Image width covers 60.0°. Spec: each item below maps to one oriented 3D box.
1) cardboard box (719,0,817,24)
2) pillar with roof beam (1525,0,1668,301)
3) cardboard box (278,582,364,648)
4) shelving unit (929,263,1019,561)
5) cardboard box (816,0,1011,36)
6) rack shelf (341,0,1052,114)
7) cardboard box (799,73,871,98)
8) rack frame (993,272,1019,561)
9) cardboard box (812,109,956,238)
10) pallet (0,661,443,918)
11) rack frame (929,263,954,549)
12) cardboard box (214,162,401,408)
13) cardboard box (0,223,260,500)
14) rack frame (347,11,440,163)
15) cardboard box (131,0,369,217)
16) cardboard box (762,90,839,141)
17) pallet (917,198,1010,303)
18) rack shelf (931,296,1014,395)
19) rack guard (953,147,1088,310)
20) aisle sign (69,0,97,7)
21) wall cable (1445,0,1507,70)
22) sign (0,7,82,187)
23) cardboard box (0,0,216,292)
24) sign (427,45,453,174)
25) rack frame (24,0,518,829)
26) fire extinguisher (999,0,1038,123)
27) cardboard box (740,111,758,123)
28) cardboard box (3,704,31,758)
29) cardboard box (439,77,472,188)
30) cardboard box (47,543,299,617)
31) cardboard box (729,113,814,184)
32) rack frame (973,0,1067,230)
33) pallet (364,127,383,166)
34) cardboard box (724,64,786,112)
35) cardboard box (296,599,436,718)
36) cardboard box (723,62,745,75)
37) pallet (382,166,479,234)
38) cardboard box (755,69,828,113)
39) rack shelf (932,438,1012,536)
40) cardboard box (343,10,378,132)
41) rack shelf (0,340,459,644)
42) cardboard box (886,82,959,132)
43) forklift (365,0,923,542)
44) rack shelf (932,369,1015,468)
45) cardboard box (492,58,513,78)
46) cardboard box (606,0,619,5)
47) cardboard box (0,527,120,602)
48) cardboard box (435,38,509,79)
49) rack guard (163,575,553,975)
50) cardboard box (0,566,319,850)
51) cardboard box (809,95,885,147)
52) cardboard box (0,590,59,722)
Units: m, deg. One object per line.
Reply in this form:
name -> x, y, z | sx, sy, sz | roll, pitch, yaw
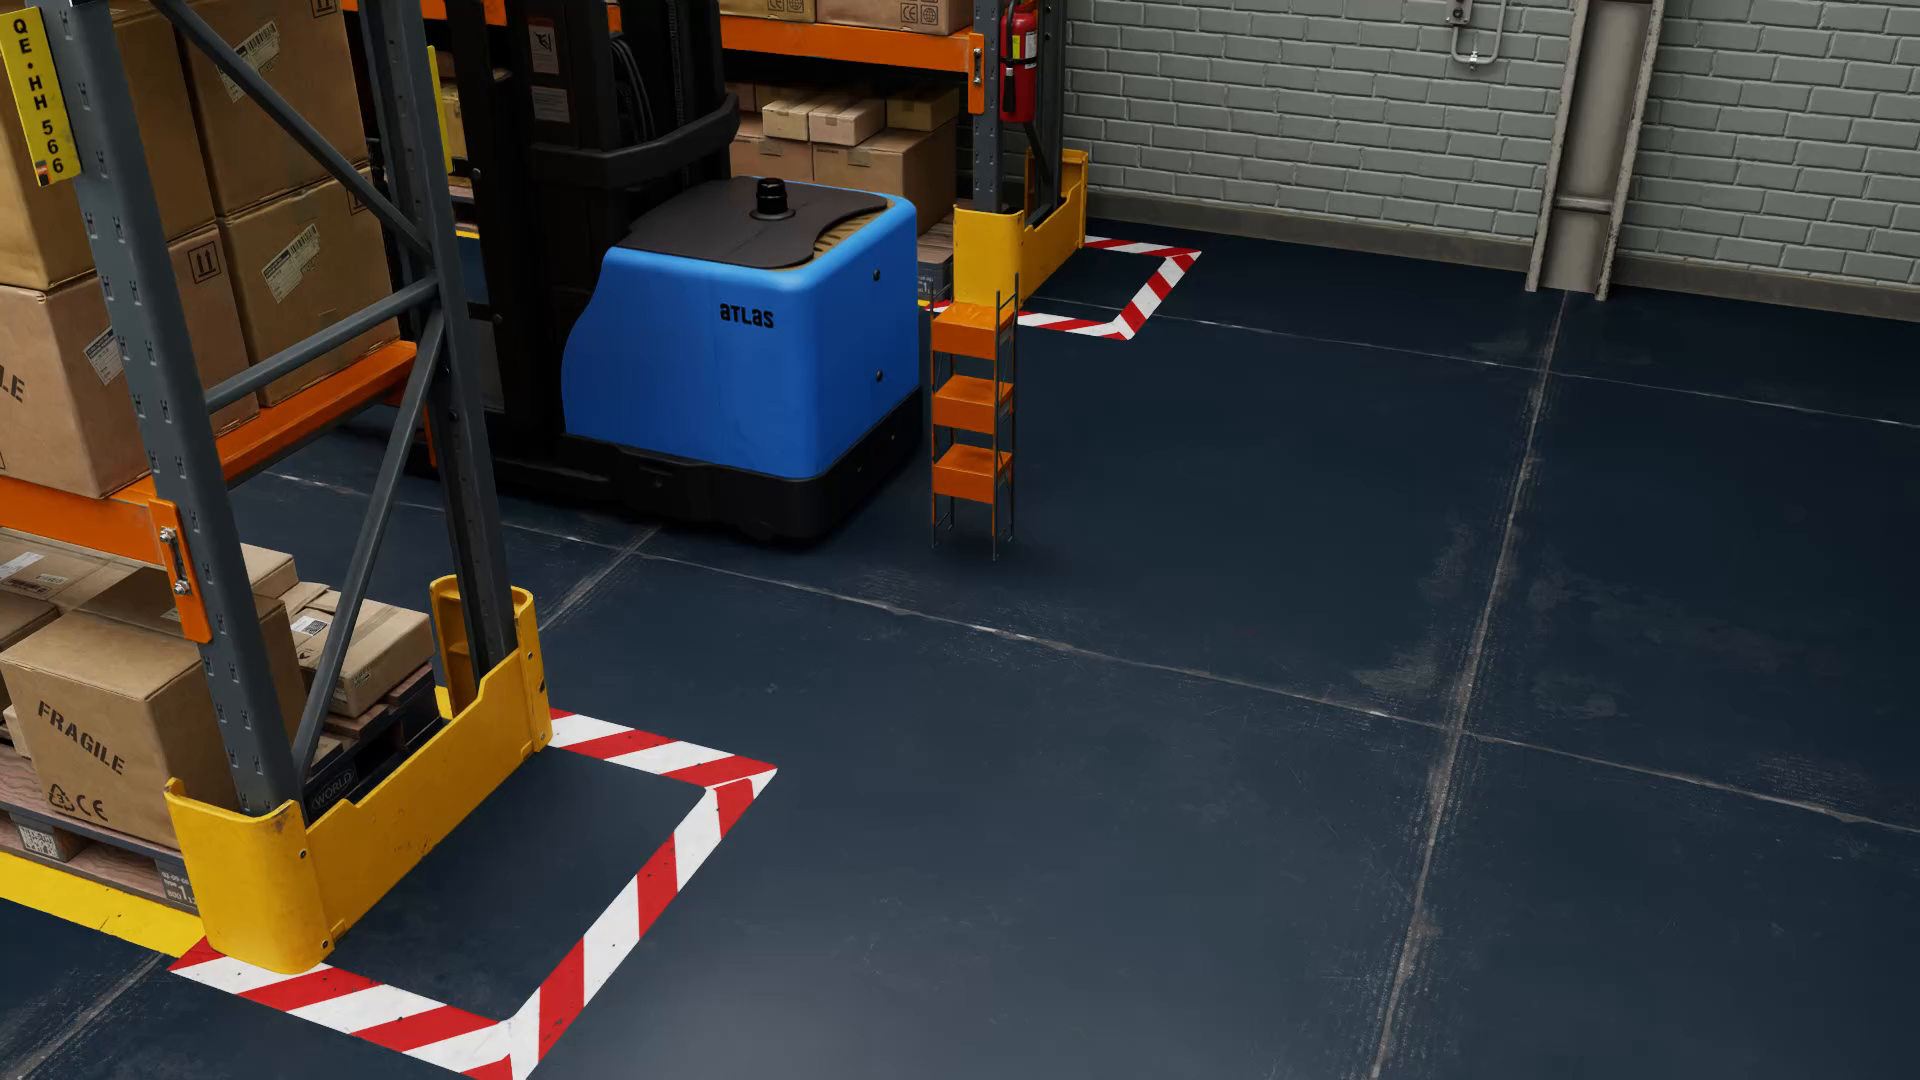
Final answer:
cardboard box -> -0.850, -3.072, 8.331 | 0.700, 0.700, 0.980 | 11, 31, 19
pillar with roof beam -> 1.513, -3.265, 2.882 | 0.400, 9.000, 9.100 | 11, 31, 19
cardboard box -> -2.045, 0.299, 5.105 | 0.250, 0.166, 0.380 | 11, 31, 19
shelving unit -> 0.050, -0.447, 5.974 | 0.252, 1.050, 0.215 | 11, 31, 19
cardboard box -> -0.172, -2.942, 8.102 | 0.700, 0.700, 0.980 | 13, 32, 21
rack shelf -> -1.549, -2.779, 8.849 | 4.000, 0.370, 1.077 | 11, 31, 19
cardboard box -> -0.660, -2.344, 8.803 | 0.250, 0.149, 0.380 | 11, 31, 19
rack frame -> 0.163, -0.425, 5.934 | 0.008, 1.050, 0.200 | 11, 31, 19
cardboard box -> -0.382, -1.900, 8.677 | 0.500, 0.500, 0.700 | 11, 31, 19
pallet -> -2.364, 0.591, 4.991 | 1.213, 0.211, 1.003 | 11, 31, 19
rack frame -> -0.063, -0.470, 6.014 | 0.008, 1.050, 0.200 | 11, 31, 19
cardboard box -> -1.867, -0.708, 4.353 | 0.500, 0.500, 0.500 | 12, 32, 20
cardboard box -> -2.072, -0.465, 3.922 | 0.500, 0.500, 0.500 | 12, 32, 21
rack frame -> -3.402, -3.462, 9.326 | 0.127, 3.000, 1.000 | 11, 31, 19
cardboard box -> -1.867, -1.144, 4.107 | 0.500, 0.500, 0.500 | 12, 32, 21
cardboard box -> -0.806, -2.170, 8.496 | 0.250, 0.149, 0.380 | 12, 32, 20
pallet -> -0.466, -1.620, 8.902 | 1.213, 0.211, 1.003 | 11, 31, 19
rack shelf -> 0.050, -0.685, 5.840 | 0.240, 0.259, 0.215 | 11, 31, 19
rack guard -> 0.327, -1.629, 8.624 | 0.348, 0.500, 1.175 | 11, 31, 19
aisle sign -> -1.606, -1.442, 3.111 | 0.004, 0.787, 0.394 | 11, 31, 19
wall cable -> 1.847, -3.359, 8.111 | 1.851, 1.984, 0.084 | 11, 31, 19
sign -> -1.782, -0.855, 3.216 | 0.005, 0.325, 0.100 | 11, 31, 19
cardboard box -> -2.070, -0.898, 3.673 | 0.500, 0.500, 0.500 | 11, 31, 19
sign -> -1.351, -1.087, 4.245 | 0.005, 0.325, 0.100 | 11, 31, 19
rack frame -> -1.554, -0.462, 4.020 | 0.127, 3.000, 1.000 | 11, 31, 19
fire extinguisher -> 0.271, -2.287, 7.706 | 0.183, 0.674, 0.296 | 11, 31, 19
cardboard box -> -1.312, -2.086, 9.005 | 0.500, 0.500, 0.700 | 10, 31, 17
cardboard box -> -2.492, 0.475, 4.793 | 0.250, 0.166, 0.380 | 11, 31, 19
cardboard box -> -2.748, -2.371, 9.511 | 0.500, 0.500, 0.700 | 12, 32, 20
cardboard box -> -2.415, 0.221, 5.159 | 0.500, 0.250, 0.500 | 11, 31, 19
cardboard box -> -0.845, -1.993, 8.841 | 0.500, 0.500, 0.700 | 11, 31, 19
rack frame -> 0.305, -2.722, 8.017 | 0.127, 3.000, 1.000 | 11, 31, 19
pallet -> -4.145, -2.356, 10.204 | 1.213, 0.211, 1.003 | 11, 31, 19
cardboard box -> -1.128, -2.437, 8.968 | 0.250, 0.149, 0.380 | 12, 32, 20
cardboard box -> -1.813, 0.353, 5.027 | 0.250, 0.149, 0.380 | 11, 31, 19
cardboard box -> -1.366, -2.485, 9.052 | 0.250, 0.149, 0.380 | 12, 31, 20
pallet -> -2.727, -2.072, 9.700 | 1.213, 0.211, 1.003 | 11, 31, 19
cardboard box -> -0.892, -2.391, 8.886 | 0.250, 0.149, 0.380 | 12, 31, 20
rack shelf -> 0.050, -0.196, 6.116 | 0.240, 0.259, 0.215 | 11, 31, 19
cardboard box -> -4.053, -2.770, 9.860 | 0.750, 0.750, 0.750 | 12, 32, 20
rack shelf -> -3.408, -0.519, 4.851 | 4.000, 0.370, 1.077 | 11, 31, 19
cardboard box -> -0.191, -2.251, 8.638 | 0.250, 0.149, 0.380 | 12, 31, 19
forklift -> -1.717, -1.731, 6.334 | 3.031, 2.935, 1.130 | 12, 32, 20
rack shelf -> 0.050, -0.438, 5.979 | 0.240, 0.259, 0.215 | 11, 31, 19
cardboard box -> -2.499, -2.507, 9.092 | 0.250, 0.149, 0.380 | 12, 32, 21
cardboard box -> -1.553, -3.217, 8.588 | 0.700, 0.700, 0.980 | 10, 31, 17
cardboard box -> -2.878, 0.128, 5.322 | 0.500, 0.250, 0.500 | 11, 31, 19
cardboard box -> -2.807, -2.771, 9.559 | 0.250, 0.149, 0.380 | 11, 31, 19
rack guard -> -1.625, 0.612, 4.660 | 0.348, 0.500, 1.175 | 11, 31, 19
cardboard box -> -2.151, 0.446, 4.506 | 0.500, 0.500, 0.500 | 11, 31, 19
cardboard box -> -0.569, -2.123, 8.413 | 0.250, 0.149, 0.380 | 11, 31, 19
cardboard box -> -3.020, 0.365, 4.903 | 0.500, 0.250, 0.500 | 11, 31, 19
